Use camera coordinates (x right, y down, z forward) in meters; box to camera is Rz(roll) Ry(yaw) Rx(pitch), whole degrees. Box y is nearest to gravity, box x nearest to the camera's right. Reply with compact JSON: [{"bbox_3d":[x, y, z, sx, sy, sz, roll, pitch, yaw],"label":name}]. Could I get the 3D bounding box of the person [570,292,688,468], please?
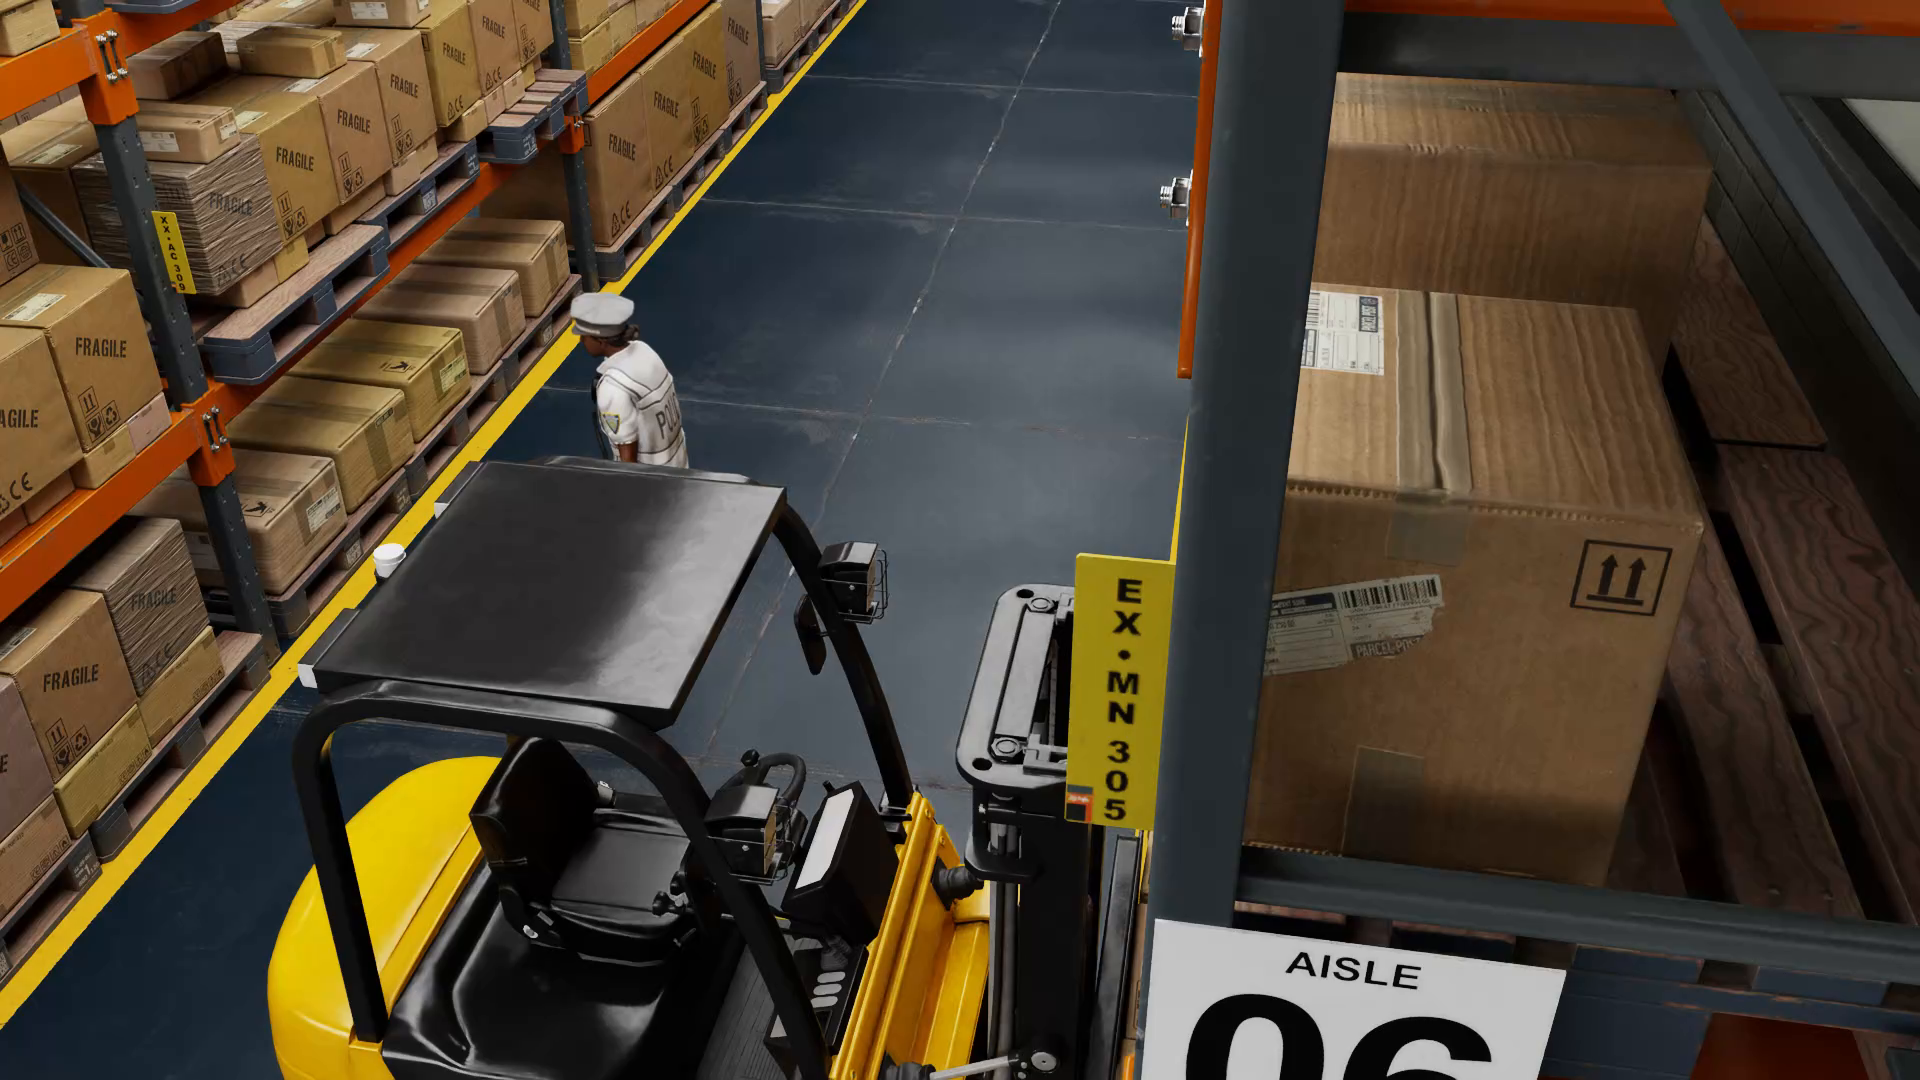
[{"bbox_3d":[-1.355,-0.259,7.045,0.397,1.657,0.509,5,33,8],"label":"person"}]
